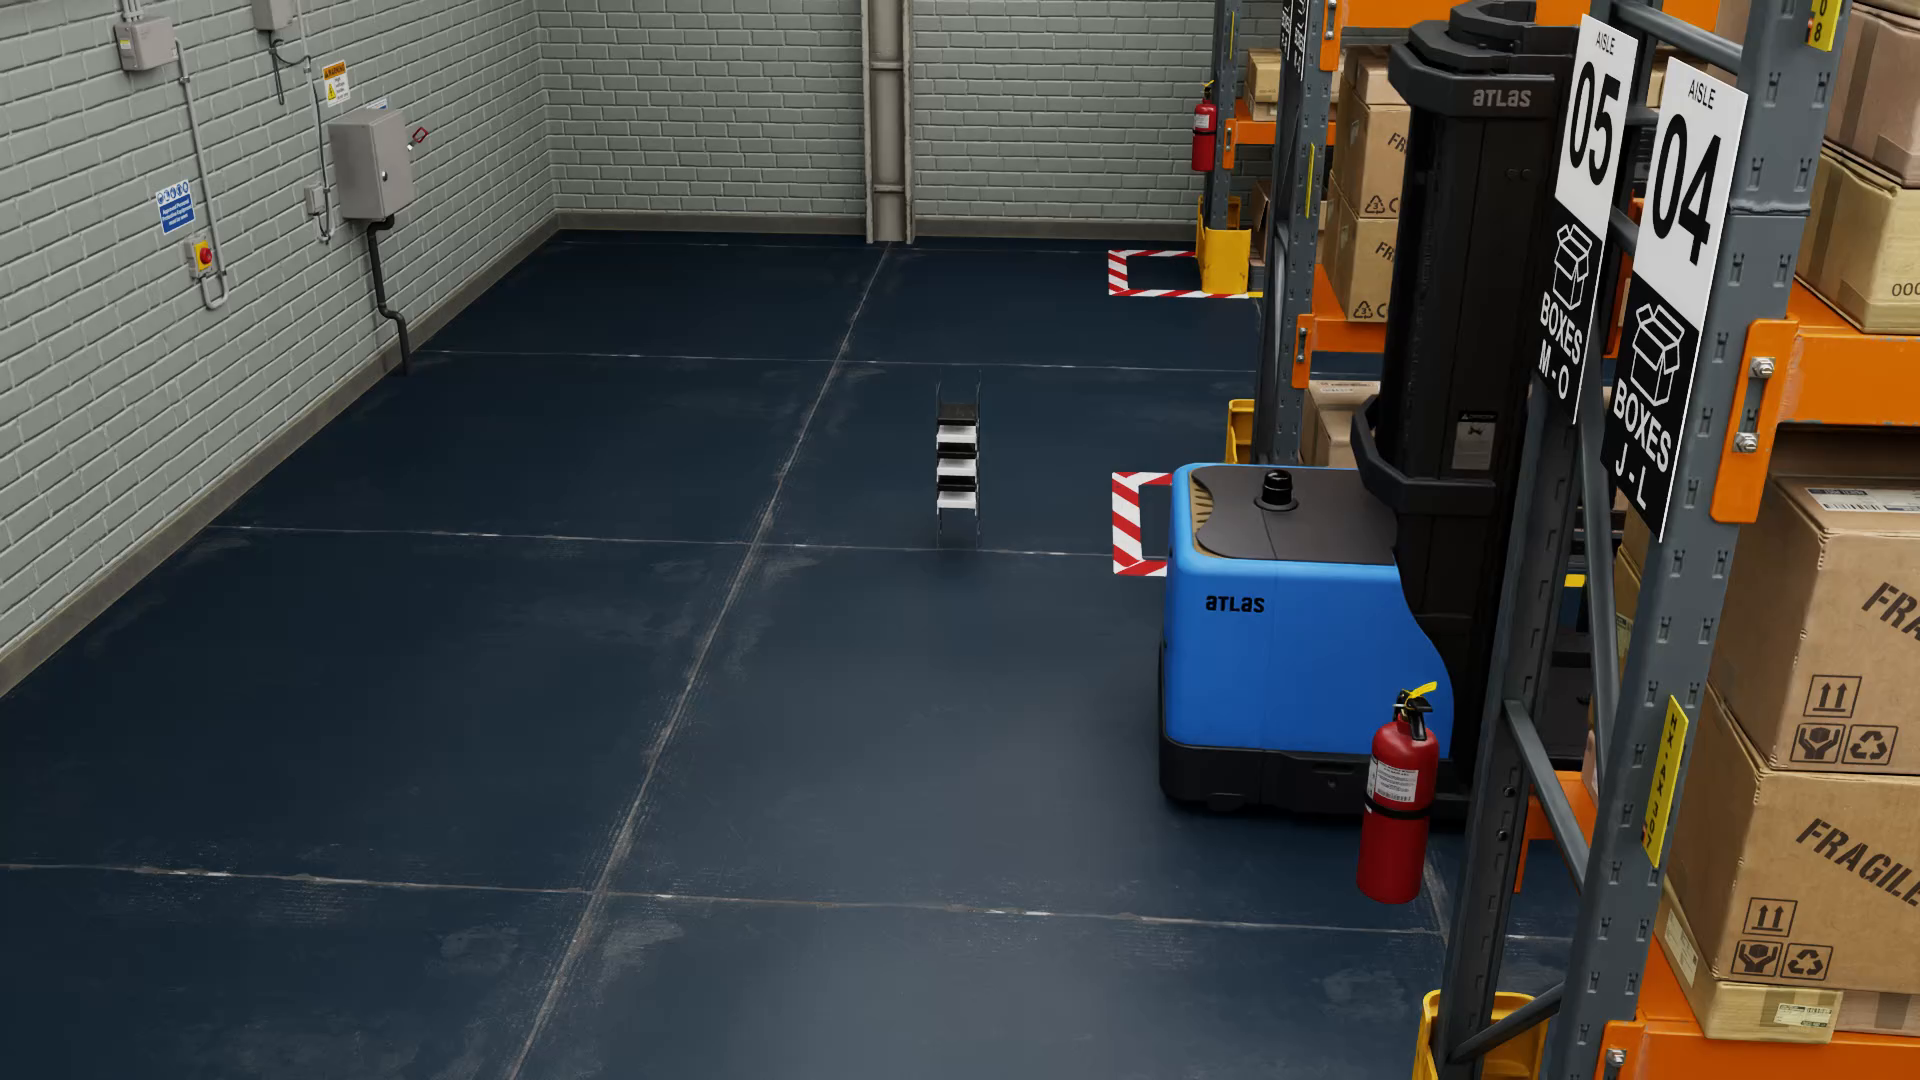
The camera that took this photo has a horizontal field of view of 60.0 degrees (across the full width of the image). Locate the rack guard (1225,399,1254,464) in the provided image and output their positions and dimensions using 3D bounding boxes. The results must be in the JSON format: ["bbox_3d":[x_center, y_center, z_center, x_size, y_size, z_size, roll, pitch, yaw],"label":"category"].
[{"bbox_3d":[1.622,-0.309,8.823,0.348,0.500,1.175,2,25,4],"label":"rack guard"}]

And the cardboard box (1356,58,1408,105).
[{"bbox_3d":[1.978,-2.111,7.658,0.250,0.149,0.380,2,25,5],"label":"cardboard box"}]

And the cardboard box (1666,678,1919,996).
[{"bbox_3d":[1.794,0.572,3.444,0.500,0.500,0.500,3,25,6],"label":"cardboard box"}]

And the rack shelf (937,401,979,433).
[{"bbox_3d":[-0.008,-0.624,8.464,0.200,0.077,0.258,2,25,4],"label":"rack shelf"}]

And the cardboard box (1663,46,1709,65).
[{"bbox_3d":[3.556,-2.276,8.015,0.250,0.149,0.380,3,25,6],"label":"cardboard box"}]

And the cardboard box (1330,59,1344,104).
[{"bbox_3d":[2.956,-3.437,12.454,0.500,0.250,0.500,2,25,5],"label":"cardboard box"}]

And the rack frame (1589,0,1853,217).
[{"bbox_3d":[1.367,-2.103,2.554,0.127,3.000,1.000,2,25,4],"label":"rack frame"}]

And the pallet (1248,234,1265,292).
[{"bbox_3d":[2.893,-2.218,13.318,1.213,0.211,1.003,2,25,4],"label":"pallet"}]

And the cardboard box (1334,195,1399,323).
[{"bbox_3d":[2.102,-1.354,7.984,0.500,0.500,0.500,2,25,4],"label":"cardboard box"}]

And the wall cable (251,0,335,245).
[{"bbox_3d":[-3.881,-2.667,9.743,0.122,1.984,0.588,2,25,4],"label":"wall cable"}]

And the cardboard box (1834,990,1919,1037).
[{"bbox_3d":[1.922,0.875,3.561,0.250,0.149,0.380,3,25,6],"label":"cardboard box"}]

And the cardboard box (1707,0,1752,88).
[{"bbox_3d":[1.846,-0.990,3.306,0.500,0.250,0.500,1,25,2],"label":"cardboard box"}]

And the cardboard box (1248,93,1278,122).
[{"bbox_3d":[2.329,-3.273,12.576,0.250,0.149,0.380,2,25,4],"label":"cardboard box"}]

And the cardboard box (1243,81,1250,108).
[{"bbox_3d":[2.373,-3.500,13.068,0.250,0.149,0.380,2,25,3],"label":"cardboard box"}]

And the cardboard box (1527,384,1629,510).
[{"bbox_3d":[3.225,-0.465,8.735,0.875,0.438,0.875,2,25,5],"label":"cardboard box"}]

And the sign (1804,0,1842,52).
[{"bbox_3d":[1.326,-0.911,2.507,0.005,0.325,0.100,2,25,4],"label":"sign"}]

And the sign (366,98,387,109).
[{"bbox_3d":[-3.841,-2.654,11.044,0.001,0.494,0.329,2,25,4],"label":"sign"}]

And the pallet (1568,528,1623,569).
[{"bbox_3d":[3.662,-0.144,8.810,1.213,0.211,1.003,2,25,4],"label":"pallet"}]

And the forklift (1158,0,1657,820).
[{"bbox_3d":[2.330,-0.423,6.163,3.031,2.935,1.130,2,25,5],"label":"forklift"}]

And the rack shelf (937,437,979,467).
[{"bbox_3d":[-0.008,-0.461,8.539,0.200,0.077,0.258,2,25,4],"label":"rack shelf"}]

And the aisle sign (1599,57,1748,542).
[{"bbox_3d":[1.272,-0.436,2.998,0.004,0.787,0.394,2,25,4],"label":"aisle sign"}]

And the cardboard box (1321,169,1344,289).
[{"bbox_3d":[2.147,-1.584,8.484,0.500,0.500,0.500,2,25,4],"label":"cardboard box"}]

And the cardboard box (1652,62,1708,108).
[{"bbox_3d":[3.271,-2.063,7.554,0.250,0.149,0.380,2,25,4],"label":"cardboard box"}]

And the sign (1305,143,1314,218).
[{"bbox_3d":[1.597,-1.642,7.599,0.005,0.325,0.100,2,25,4],"label":"sign"}]

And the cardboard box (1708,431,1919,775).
[{"bbox_3d":[1.795,0.113,3.244,0.500,0.500,0.500,2,25,4],"label":"cardboard box"}]

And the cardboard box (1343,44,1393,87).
[{"bbox_3d":[2.019,-2.310,8.090,0.250,0.149,0.380,2,25,5],"label":"cardboard box"}]

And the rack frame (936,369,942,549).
[{"bbox_3d":[-0.109,-0.412,8.570,0.006,0.900,0.240,2,25,4],"label":"rack frame"}]

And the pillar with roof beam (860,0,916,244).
[{"bbox_3d":[-0.927,-4.905,8.646,0.400,9.000,9.100,2,25,4],"label":"pillar with roof beam"}]

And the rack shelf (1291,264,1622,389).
[{"bbox_3d":[3.640,-1.053,8.310,4.000,0.370,1.077,2,25,4],"label":"rack shelf"}]

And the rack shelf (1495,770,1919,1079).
[{"bbox_3d":[3.362,1.014,3.819,4.000,0.370,1.077,2,25,4],"label":"rack shelf"}]

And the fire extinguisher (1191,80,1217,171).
[{"bbox_3d":[1.840,-3.120,12.481,0.183,0.674,0.296,2,25,4],"label":"fire extinguisher"}]

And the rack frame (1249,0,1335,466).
[{"bbox_3d":[1.646,-1.444,8.299,0.127,3.000,1.000,2,25,4],"label":"rack frame"}]

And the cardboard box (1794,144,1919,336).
[{"bbox_3d":[1.796,-0.551,2.950,0.500,0.250,0.500,3,25,6],"label":"cardboard box"}]

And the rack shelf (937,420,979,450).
[{"bbox_3d":[-0.008,-0.542,8.501,0.200,0.077,0.258,2,25,4],"label":"rack shelf"}]

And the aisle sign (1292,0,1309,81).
[{"bbox_3d":[1.552,-2.506,7.498,0.004,0.787,0.394,2,25,4],"label":"aisle sign"}]

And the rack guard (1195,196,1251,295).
[{"bbox_3d":[2.098,-2.374,13.312,0.348,0.500,1.175,2,25,4],"label":"rack guard"}]

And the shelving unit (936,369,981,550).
[{"bbox_3d":[-0.008,-0.409,8.562,0.210,0.900,0.258,2,25,4],"label":"shelving unit"}]

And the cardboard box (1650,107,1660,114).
[{"bbox_3d":[3.132,-1.782,7.719,0.500,0.500,0.500,2,25,4],"label":"cardboard box"}]

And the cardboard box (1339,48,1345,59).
[{"bbox_3d":[3.015,-3.658,12.936,0.500,0.250,0.500,2,25,4],"label":"cardboard box"}]
